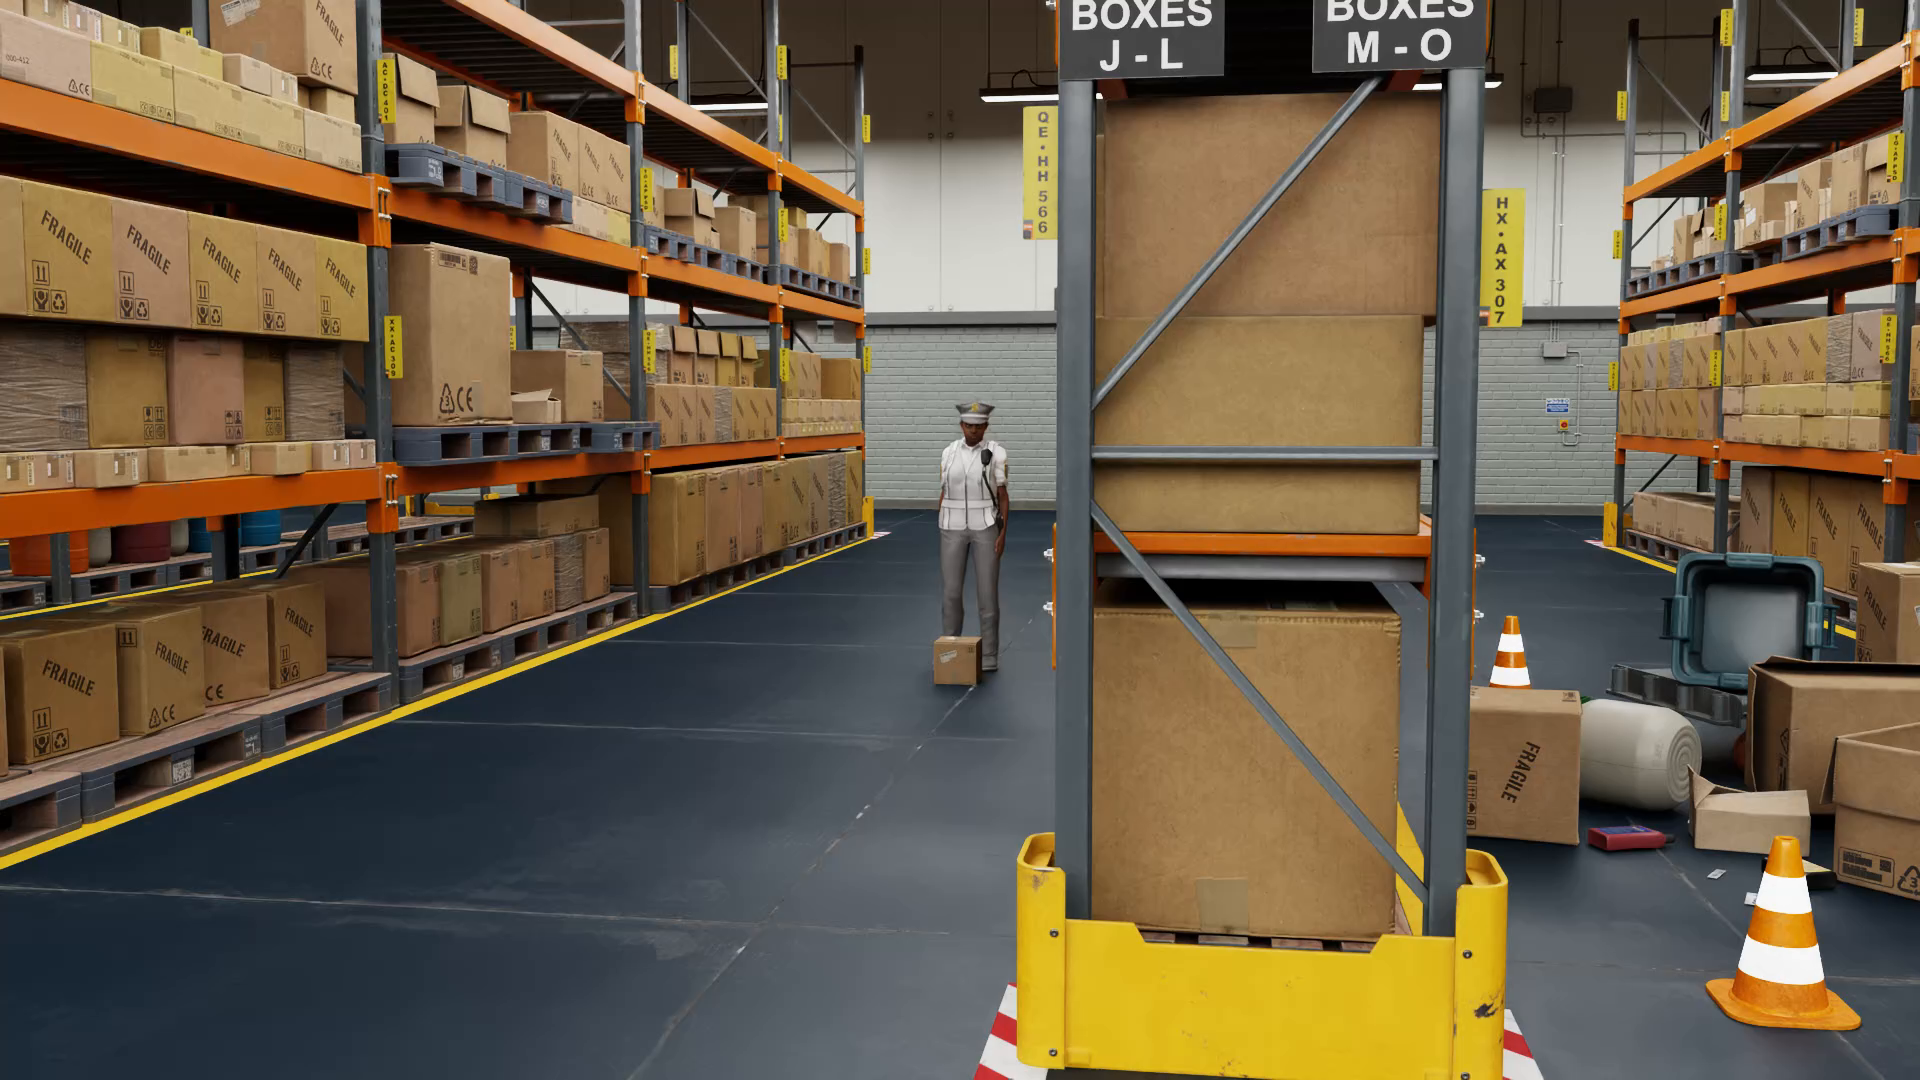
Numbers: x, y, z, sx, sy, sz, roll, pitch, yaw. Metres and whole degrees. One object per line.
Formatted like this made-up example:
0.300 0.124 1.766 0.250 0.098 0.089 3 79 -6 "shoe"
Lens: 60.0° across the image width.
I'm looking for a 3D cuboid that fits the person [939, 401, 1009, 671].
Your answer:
0.084 -0.024 10.262 0.439 1.659 0.341 1 5 10 "person"
